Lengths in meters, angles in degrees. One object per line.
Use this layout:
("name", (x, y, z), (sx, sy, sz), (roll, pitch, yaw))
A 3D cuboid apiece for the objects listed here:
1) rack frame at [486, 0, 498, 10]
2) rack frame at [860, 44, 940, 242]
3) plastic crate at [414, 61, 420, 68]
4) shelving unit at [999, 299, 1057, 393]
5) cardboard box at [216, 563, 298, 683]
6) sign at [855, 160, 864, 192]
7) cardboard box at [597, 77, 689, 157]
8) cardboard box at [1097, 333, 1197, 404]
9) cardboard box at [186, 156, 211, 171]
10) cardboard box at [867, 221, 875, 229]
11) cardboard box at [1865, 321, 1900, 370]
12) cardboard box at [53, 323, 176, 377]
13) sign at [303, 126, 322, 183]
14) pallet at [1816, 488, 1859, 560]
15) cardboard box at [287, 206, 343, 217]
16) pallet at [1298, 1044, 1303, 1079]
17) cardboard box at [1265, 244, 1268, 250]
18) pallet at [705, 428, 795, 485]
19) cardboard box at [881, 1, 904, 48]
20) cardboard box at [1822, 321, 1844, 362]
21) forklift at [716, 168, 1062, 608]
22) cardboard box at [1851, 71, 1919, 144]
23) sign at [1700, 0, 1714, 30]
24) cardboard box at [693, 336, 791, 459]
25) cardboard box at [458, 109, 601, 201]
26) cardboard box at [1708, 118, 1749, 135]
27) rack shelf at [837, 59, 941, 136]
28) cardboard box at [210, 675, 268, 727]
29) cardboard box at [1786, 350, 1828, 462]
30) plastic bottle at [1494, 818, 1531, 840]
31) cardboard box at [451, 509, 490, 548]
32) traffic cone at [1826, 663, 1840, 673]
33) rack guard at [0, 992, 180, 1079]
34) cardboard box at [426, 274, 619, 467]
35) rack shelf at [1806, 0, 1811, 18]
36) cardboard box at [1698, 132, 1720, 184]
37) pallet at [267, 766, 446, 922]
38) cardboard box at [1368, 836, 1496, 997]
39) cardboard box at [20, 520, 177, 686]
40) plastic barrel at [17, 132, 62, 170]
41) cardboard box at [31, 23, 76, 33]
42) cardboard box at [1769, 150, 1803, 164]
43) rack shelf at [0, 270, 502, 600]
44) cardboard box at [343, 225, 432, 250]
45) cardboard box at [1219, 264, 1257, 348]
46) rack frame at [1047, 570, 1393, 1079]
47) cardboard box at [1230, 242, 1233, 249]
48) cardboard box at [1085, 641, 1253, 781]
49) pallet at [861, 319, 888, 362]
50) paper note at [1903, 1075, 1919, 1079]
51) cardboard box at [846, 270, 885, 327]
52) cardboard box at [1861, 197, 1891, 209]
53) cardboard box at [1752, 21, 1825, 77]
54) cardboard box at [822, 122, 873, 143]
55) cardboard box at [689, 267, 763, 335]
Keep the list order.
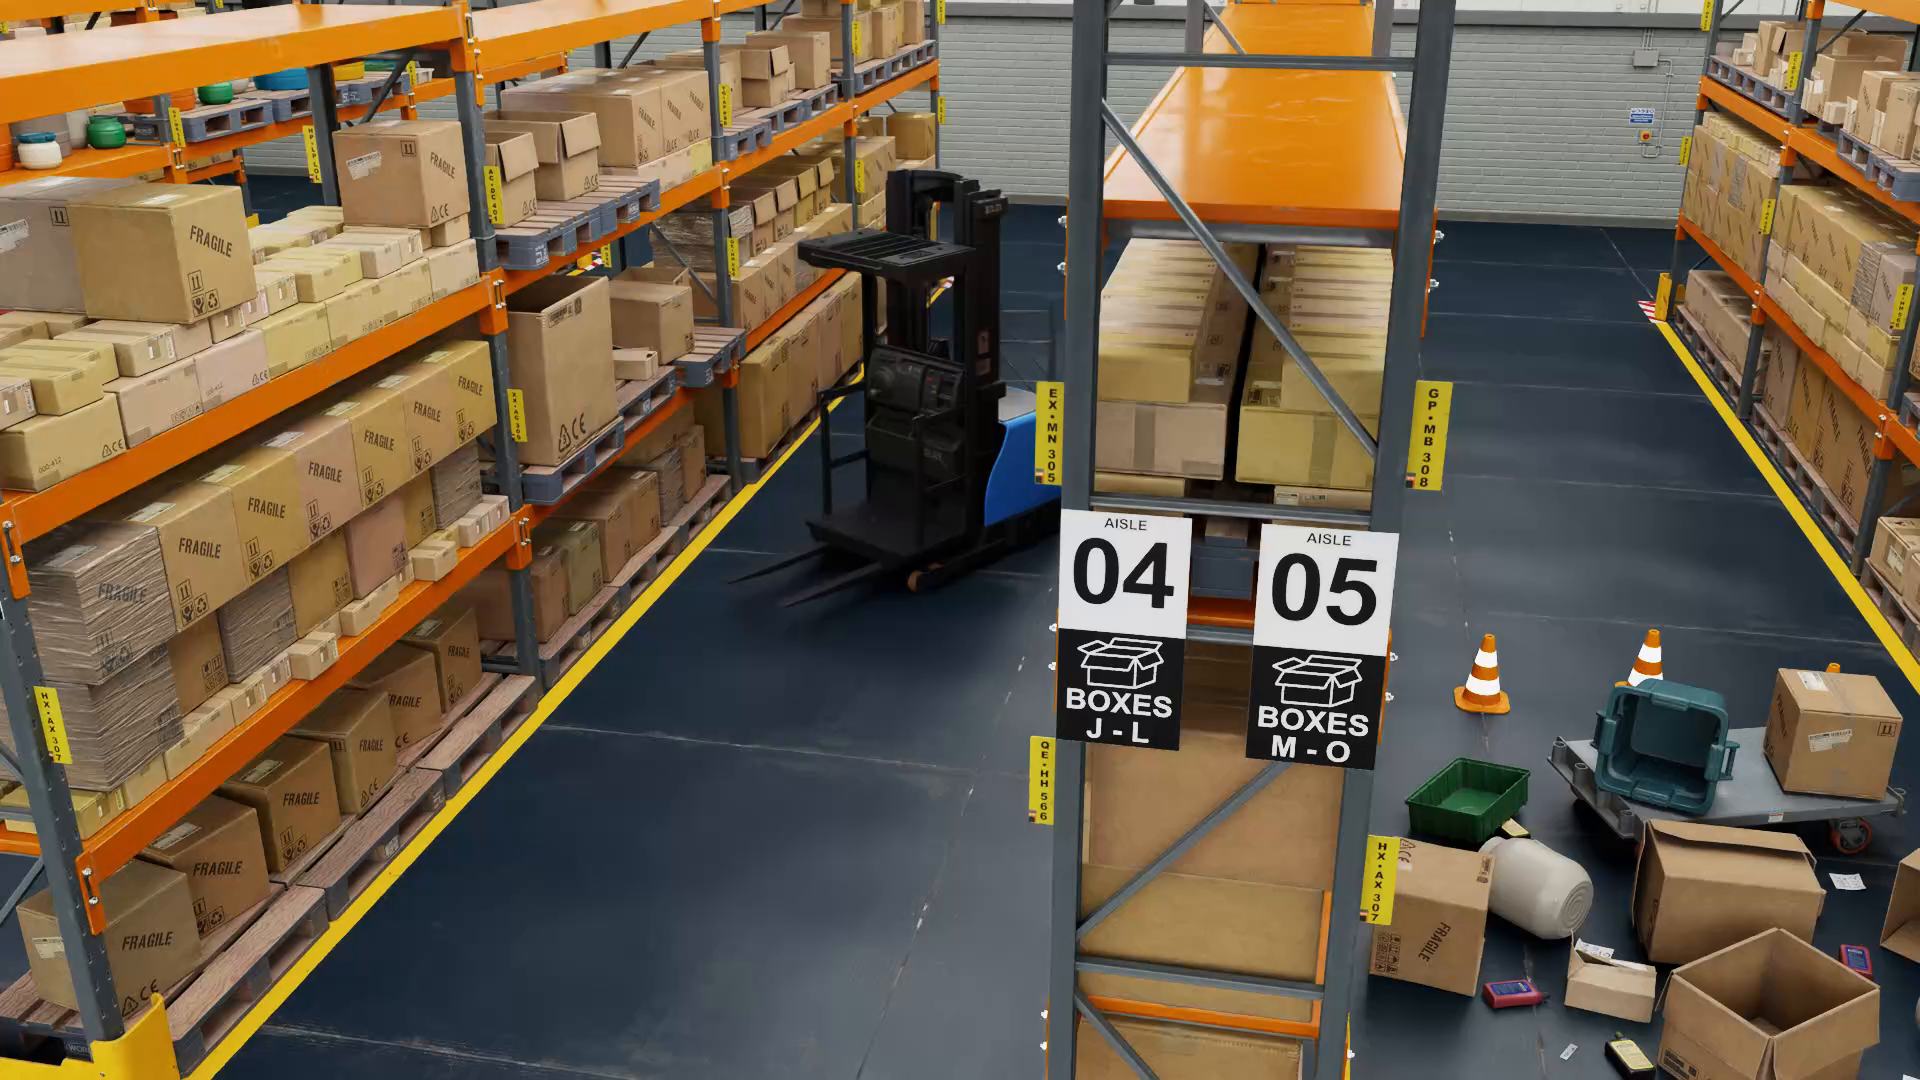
("rack frame", (-5.611, -7.937, 21.016), (1.000, 3.000, 0.127), (4, 22, 11))
("rack frame", (-0.762, -4.777, 21.199), (1.000, 3.000, 0.127), (4, 22, 11))
("plastic crate", (-6.366, -5.704, 19.644), (0.437, 0.282, 0.530), (4, 22, 11))
("shelving unit", (0.558, -1.218, 14.369), (0.538, 1.500, 1.048), (1, 22, 1))
("cardboard box", (-3.759, 0.320, 8.012), (0.875, 0.500, 0.500), (4, 22, 11))
("sign", (-1.045, -3.776, 17.271), (0.100, 0.325, 0.005), (4, 22, 11))
("cardboard box", (-2.341, -3.139, 12.314), (0.500, 0.500, 0.500), (4, 22, 11))
("cardboard box", (0.544, -0.545, 5.250), (0.380, 0.149, 0.250), (5, 22, 11))
("cardboard box", (-10.387, -5.205, 22.129), (0.500, 0.500, 0.500), (5, 22, 11))
("cardboard box", (-1.139, -3.376, 18.058), (0.380, 0.149, 0.250), (4, 22, 9))
("cardboard box", (7.157, -1.454, 12.481), (0.500, 0.250, 0.500), (4, 22, 11))
("cardboard box", (-3.541, -0.798, 6.973), (0.380, 0.149, 0.250), (5, 23, 13))
("sign", (-3.755, -2.243, 9.673), (0.100, 0.325, 0.005), (4, 22, 11))
("pallet", (7.541, -0.085, 13.281), (1.003, 0.211, 1.213), (4, 22, 11))
("cardboard box", (-3.579, -1.799, 9.458), (0.380, 0.149, 0.250), (4, 22, 9))
("pallet", (0.894, 2.485, 6.901), (1.003, 0.211, 1.213), (4, 22, 11))
("cardboard box", (1.612, -1.807, 9.314), (0.500, 0.250, 0.500), (5, 22, 11))
("pallet", (-2.160, -0.840, 15.157), (1.003, 0.211, 1.213), (4, 22, 11))
("cardboard box", (-1.049, -6.065, 19.552), (0.700, 0.500, 0.500), (4, 22, 9))
("cardboard box", (7.363, -1.602, 13.516), (0.500, 0.250, 0.500), (4, 22, 10))
("forklift", (-0.488, -1.181, 12.362), (1.130, 2.935, 3.031), (19, 29, 39))
("cardboard box", (7.382, -3.395, 13.056), (0.500, 0.500, 0.500), (5, 22, 11))
("sign", (8.397, -5.899, 18.695), (0.100, 0.325, 0.005), (4, 22, 11))
("cardboard box", (-2.234, -1.311, 14.875), (1.225, 0.875, 0.875), (3, 22, 8))
("cardboard box", (-2.827, -2.531, 10.908), (0.797, 0.503, 0.637), (5, 23, 13))
("cardboard box", (8.447, -4.536, 18.261), (0.380, 0.149, 0.250), (5, 23, 13))
("rack shelf", (-1.170, -5.103, 18.957), (1.077, 0.370, 4.000), (4, 22, 11))
("cardboard box", (-3.512, 0.741, 7.834), (0.380, 0.149, 0.250), (4, 22, 11))
("cardboard box", (7.898, -1.204, 14.609), (0.875, 0.875, 0.875), (5, 22, 12))
("plastic bottle", (3.045, 1.606, 9.284), (0.133, 0.061, 0.283), (-7, 23, -17))
("cardboard box", (-3.027, -0.080, 9.873), (0.380, 0.149, 0.250), (4, 22, 11))
("traffic cone", (5.373, 0.984, 10.291), (0.336, 0.463, 0.334), (4, 22, 11))
("rack guard", (-4.012, 2.207, 7.206), (1.175, 0.500, 0.348), (4, 22, 11))
("cardboard box", (-2.912, -1.141, 10.806), (1.000, 1.000, 1.000), (5, 22, 11))
("rack shelf", (8.531, -5.553, 16.595), (1.077, 0.370, 4.000), (4, 22, 11))
("cardboard box", (8.464, -4.188, 18.265), (0.500, 0.500, 0.500), (4, 22, 9))
("pallet", (-3.560, 1.601, 9.095), (1.003, 0.211, 1.213), (4, 22, 11))
("cardboard box", (2.312, 1.831, 8.134), (0.500, 0.500, 0.500), (8, 23, 20))
("cardboard box", (-3.648, 0.246, 6.856), (0.500, 0.500, 0.500), (4, 22, 11))
("plastic barrel", (-7.275, -3.073, 13.138), (0.301, 0.262, 0.301), (0, 22, 0))
("cardboard box", (-10.833, -5.966, 19.668), (0.500, 0.250, 0.500), (4, 22, 11))
("cardboard box", (8.095, -3.685, 16.147), (0.380, 0.149, 0.250), (4, 22, 11))
("rack shelf", (-3.619, -0.714, 8.060), (1.077, 0.370, 4.000), (4, 22, 11))
("cardboard box", (-3.138, -1.663, 9.120), (0.380, 0.149, 0.250), (5, 22, 12))
("cardboard box", (0.944, -0.962, 6.819), (0.500, 0.250, 0.500), (5, 22, 11))
("rack frame", (0.808, 1.490, 5.639), (1.000, 3.000, 0.127), (4, 22, 11))
("cardboard box", (1.011, -1.379, 7.319), (0.380, 0.149, 0.250), (5, 22, 11))
("cardboard box", (0.943, 0.578, 6.256), (0.875, 0.550, 0.550), (4, 22, 11))
("pallet", (-1.347, -2.292, 18.763), (1.003, 0.211, 1.213), (4, 22, 11))
("paper note", (4.239, 2.416, 7.329), (0.148, 0.019, 0.142), (13, 25, 29))
("cardboard box", (-1.366, -2.758, 18.469), (0.875, 0.875, 0.875), (4, 22, 11))
("cardboard box", (8.179, -2.696, 14.561), (0.500, 0.500, 0.500), (5, 22, 12))
("cardboard box", (8.381, -4.974, 16.845), (0.500, 0.500, 0.500), (5, 22, 12))
("cardboard box", (-1.326, -4.665, 19.721), (0.500, 0.500, 0.500), (4, 22, 9))
("cardboard box", (-2.029, -2.054, 14.305), (0.500, 0.500, 0.500), (5, 22, 12))
